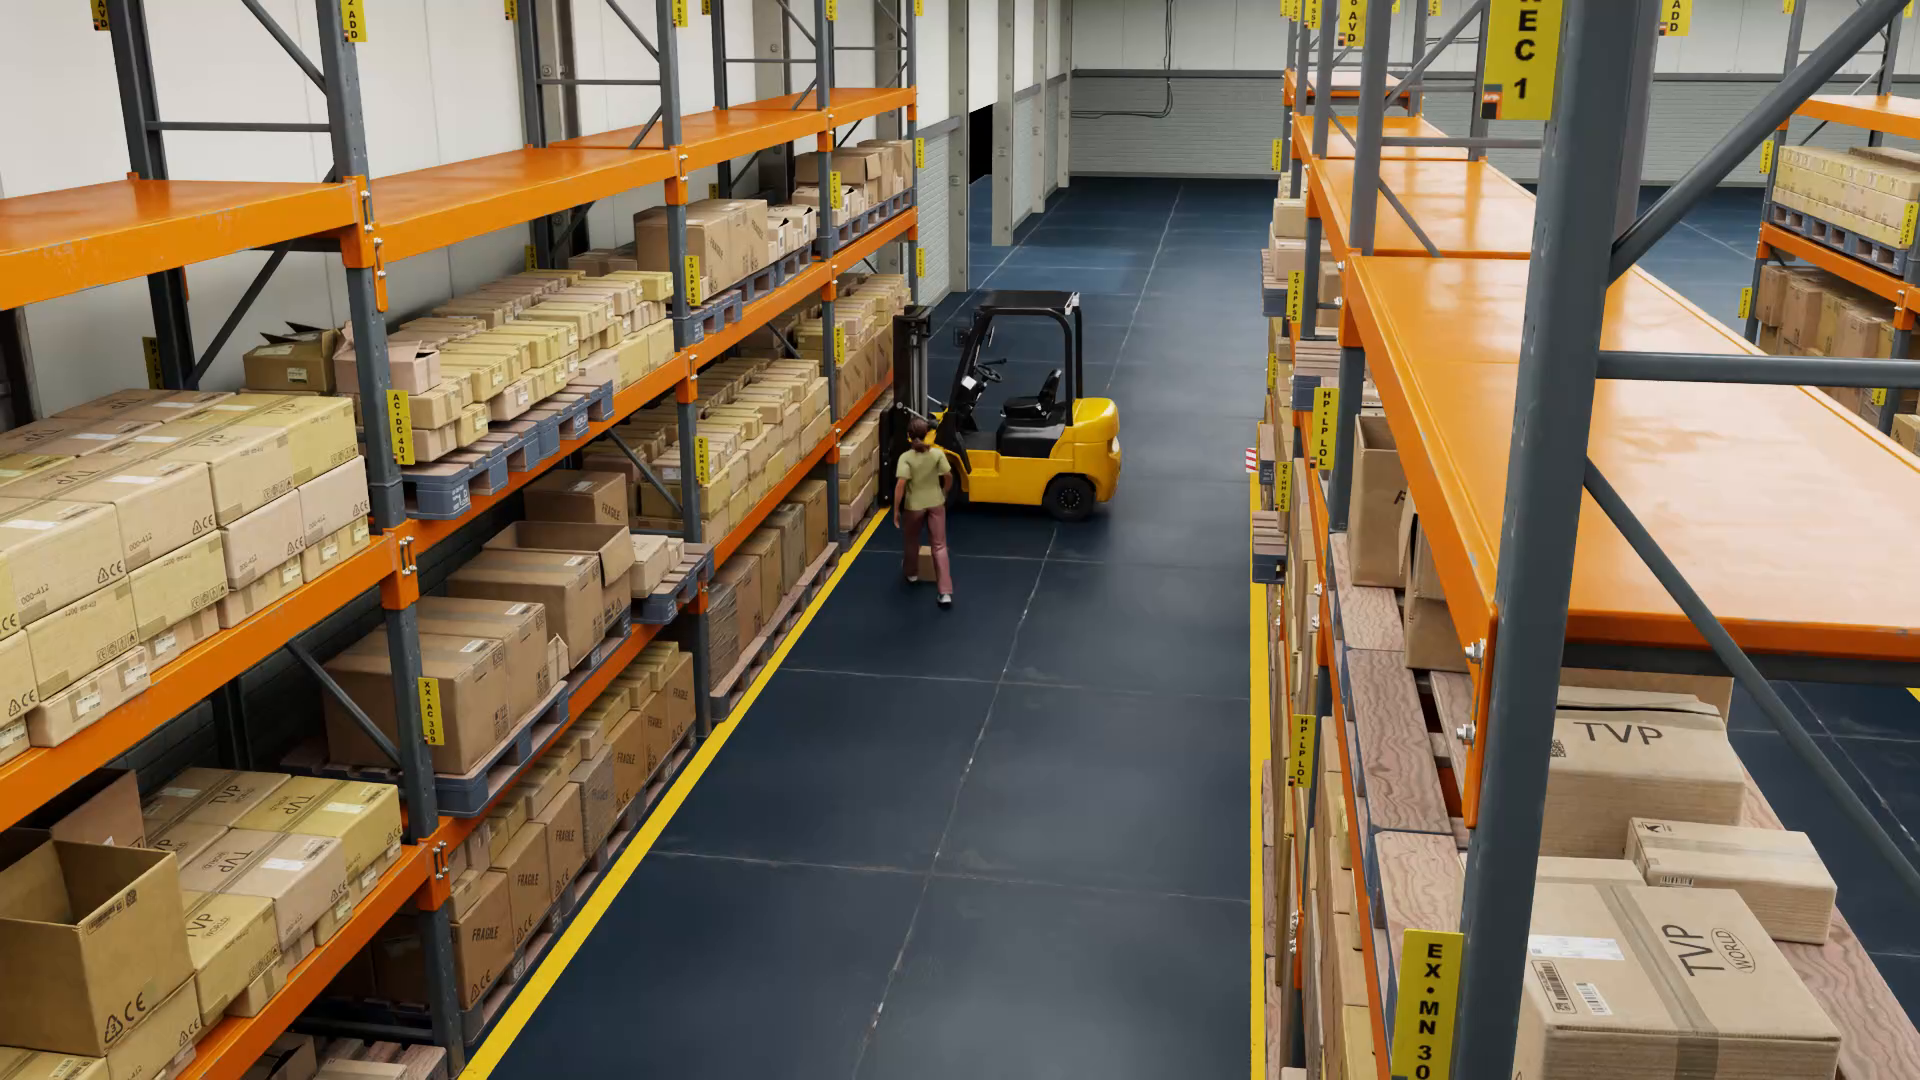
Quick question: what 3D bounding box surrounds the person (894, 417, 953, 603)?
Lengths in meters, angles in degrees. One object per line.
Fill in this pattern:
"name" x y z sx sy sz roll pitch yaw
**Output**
"person" -0.335 -0.319 14.535 0.527 1.612 1.028 -2 18 -6
